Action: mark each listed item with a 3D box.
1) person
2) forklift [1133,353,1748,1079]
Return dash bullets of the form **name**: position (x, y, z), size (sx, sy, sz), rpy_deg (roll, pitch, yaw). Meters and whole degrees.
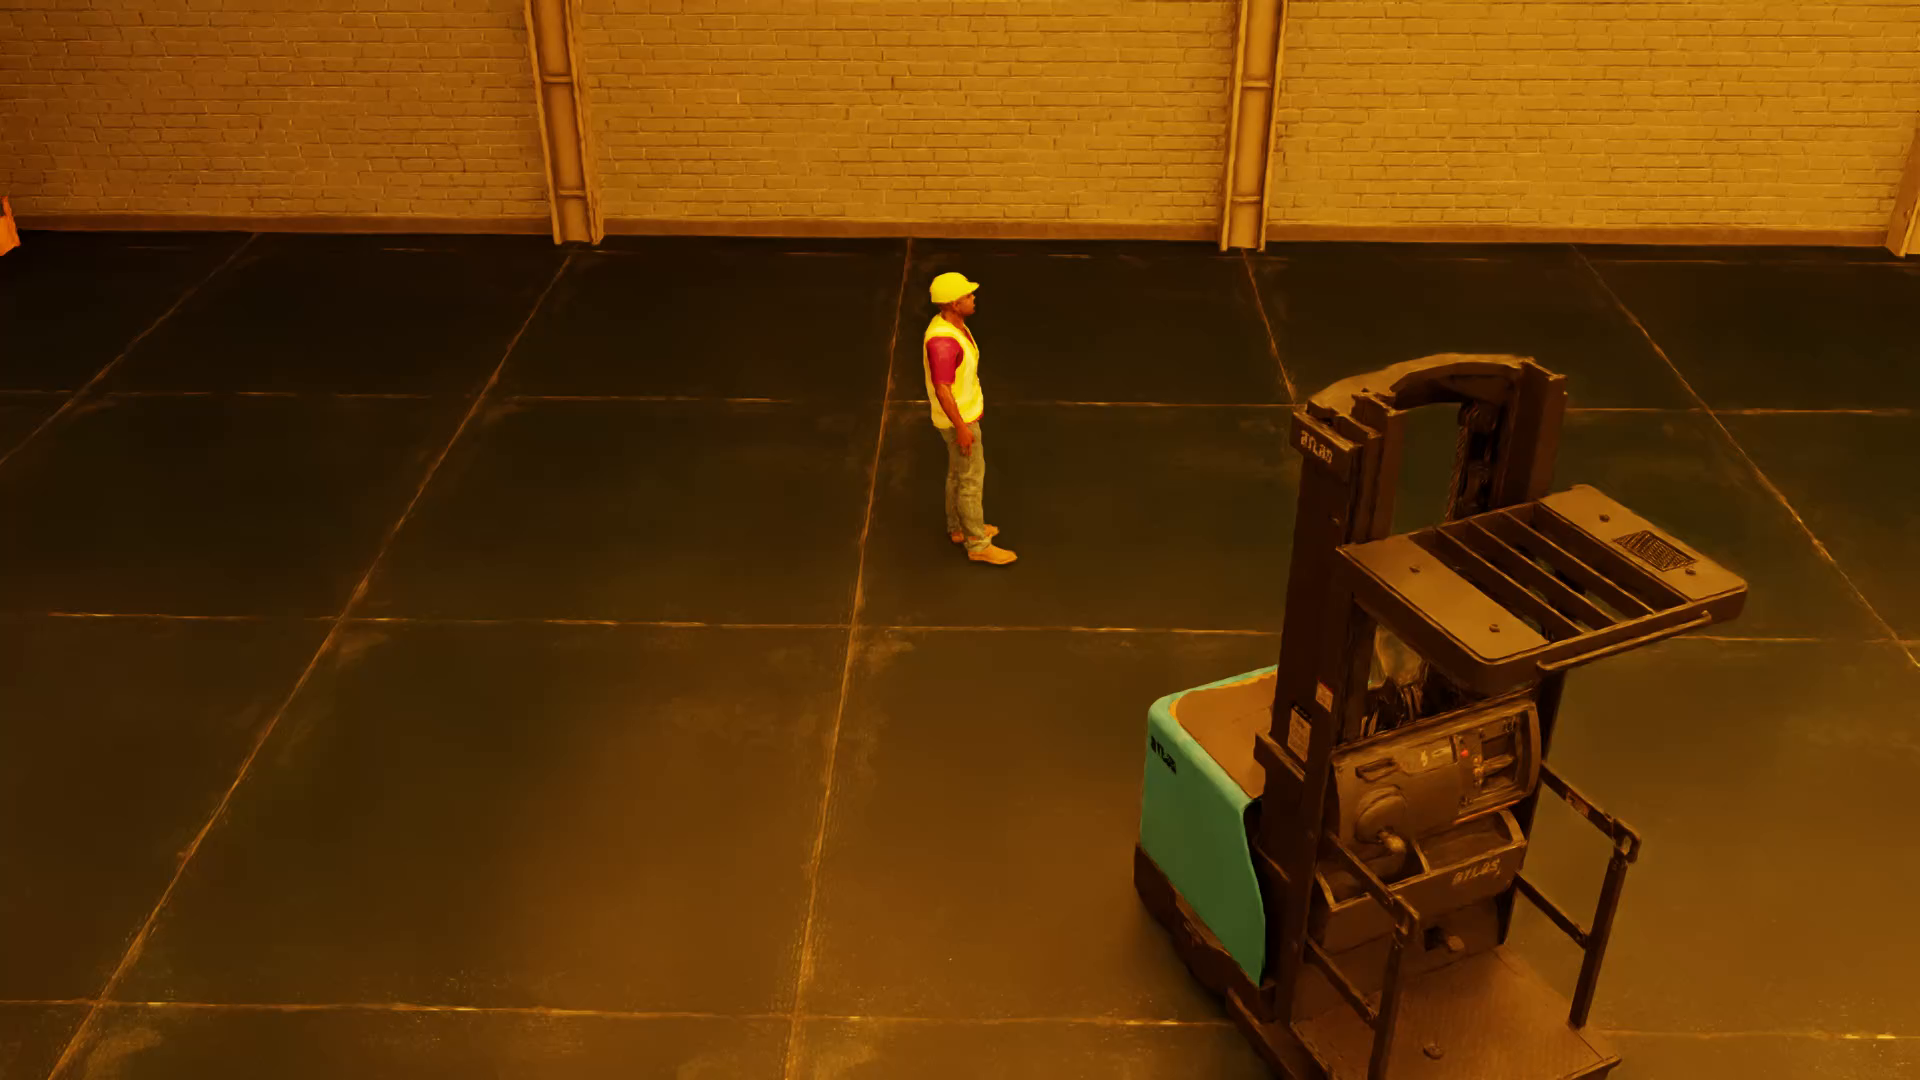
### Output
- **person**: position (0.070, -0.763, 10.042), size (0.576, 1.766, 0.665), rpy_deg (1, 31, 1)
- **forklift**: position (1.873, 0.934, 6.030), size (1.130, 2.935, 3.031), rpy_deg (-13, 33, -21)
